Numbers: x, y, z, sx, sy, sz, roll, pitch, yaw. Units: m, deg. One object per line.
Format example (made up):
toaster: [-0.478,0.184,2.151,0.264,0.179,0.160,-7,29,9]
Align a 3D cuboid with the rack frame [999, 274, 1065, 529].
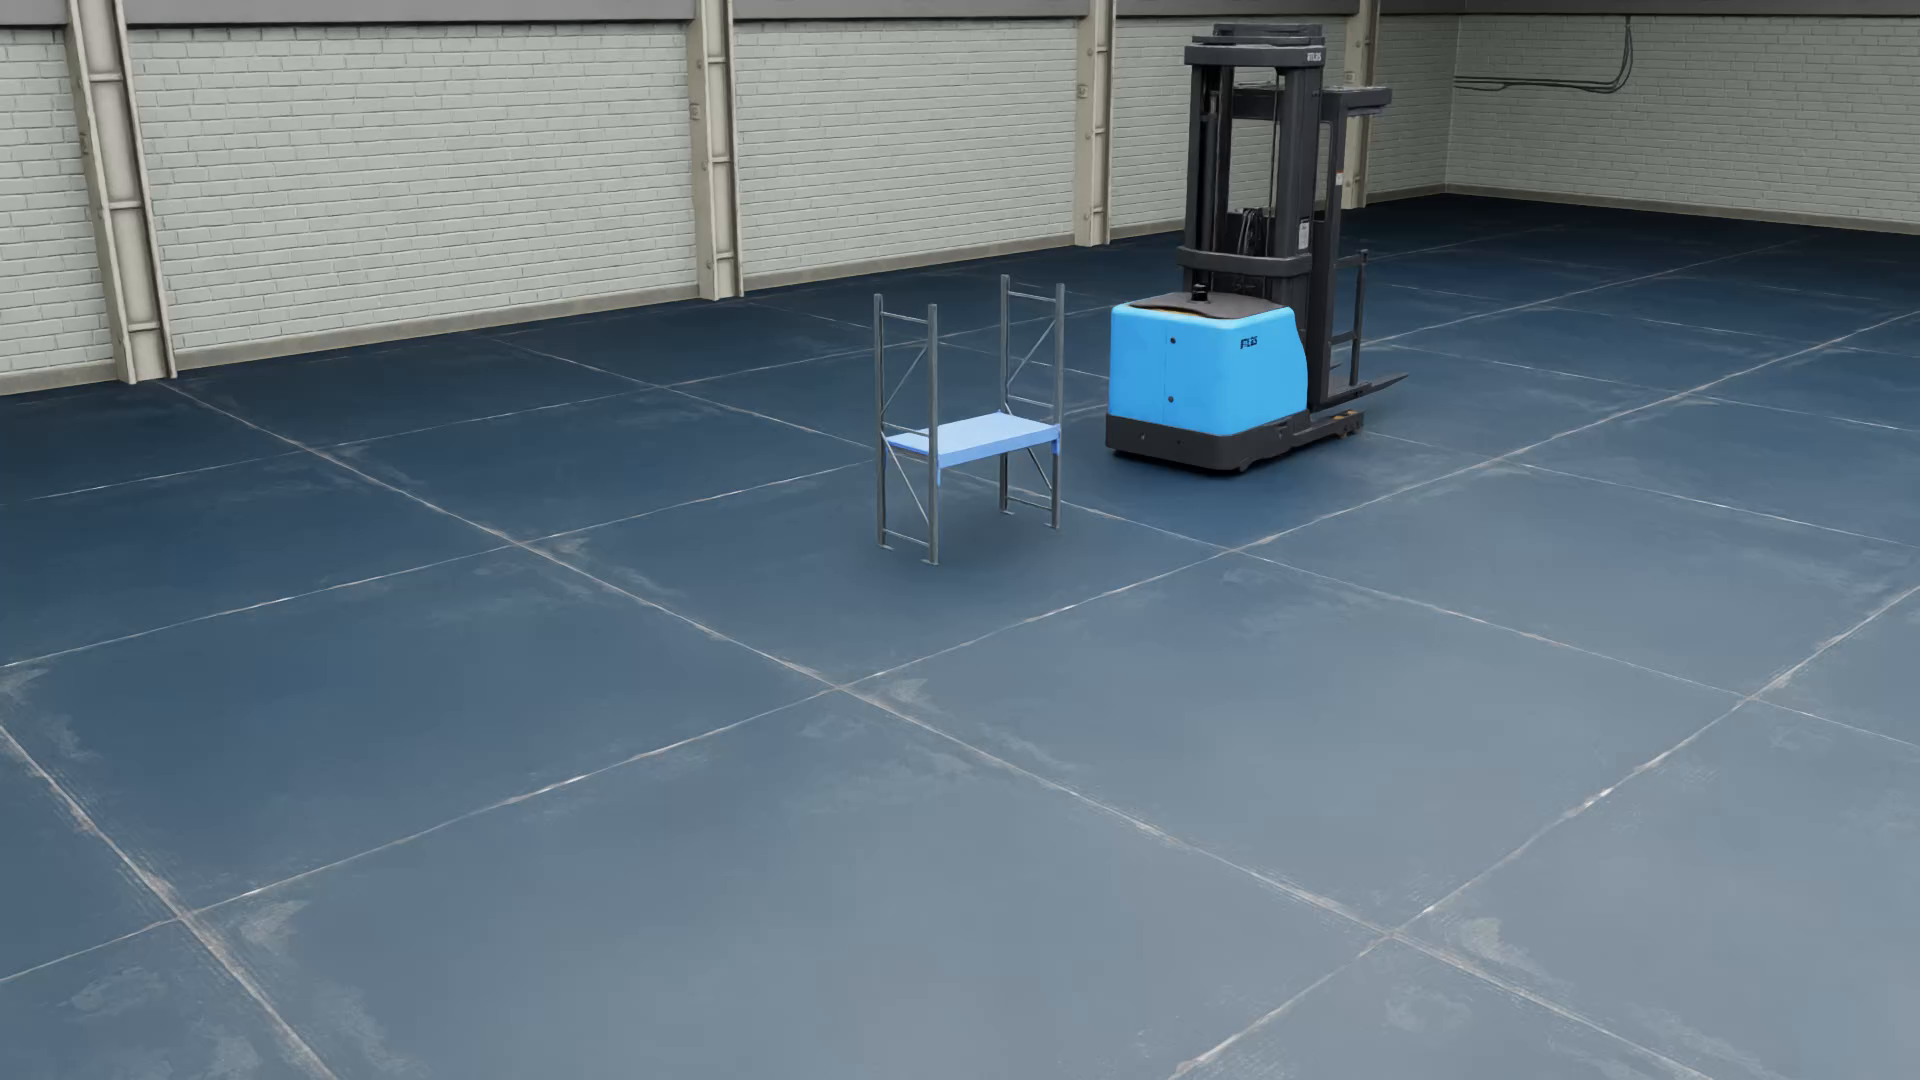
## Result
rack frame: [0.431,-0.839,10.141,0.032,1.500,0.500,-16,24,-41]

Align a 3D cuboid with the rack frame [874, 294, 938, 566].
rack frame: [-0.307,-0.624,9.477,0.032,1.500,0.500,-16,24,-41]

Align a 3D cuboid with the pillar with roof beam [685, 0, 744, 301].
pillar with roof beam: [0.346,-5.978,13.832,0.400,9.000,9.100,-16,24,-41]

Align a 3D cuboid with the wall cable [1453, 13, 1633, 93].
wall cable: [9.156,-8.336,26.140,0.112,2.526,3.097,-16,24,-41]

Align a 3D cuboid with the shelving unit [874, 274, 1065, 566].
shelving unit: [0.062,-0.732,9.809,1.048,1.500,0.538,-16,24,-41]

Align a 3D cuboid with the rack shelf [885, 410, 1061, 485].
rack shelf: [0.062,-0.560,9.865,1.000,0.185,0.538,-16,24,-41]

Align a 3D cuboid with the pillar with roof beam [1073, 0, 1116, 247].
pillar with roof beam: [4.705,-7.249,17.753,0.400,9.000,9.100,-16,24,-41]

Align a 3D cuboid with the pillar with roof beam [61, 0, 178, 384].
pillar with roof beam: [-4.014,-4.707,9.911,0.400,9.000,9.100,-16,24,-41]

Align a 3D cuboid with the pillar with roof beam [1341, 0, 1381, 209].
pillar with roof beam: [9.065,-8.521,21.675,0.400,9.000,9.100,-16,24,-41]

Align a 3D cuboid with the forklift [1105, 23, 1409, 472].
forklift: [2.379,-2.240,12.142,1.130,2.935,3.031,15,23,39]
